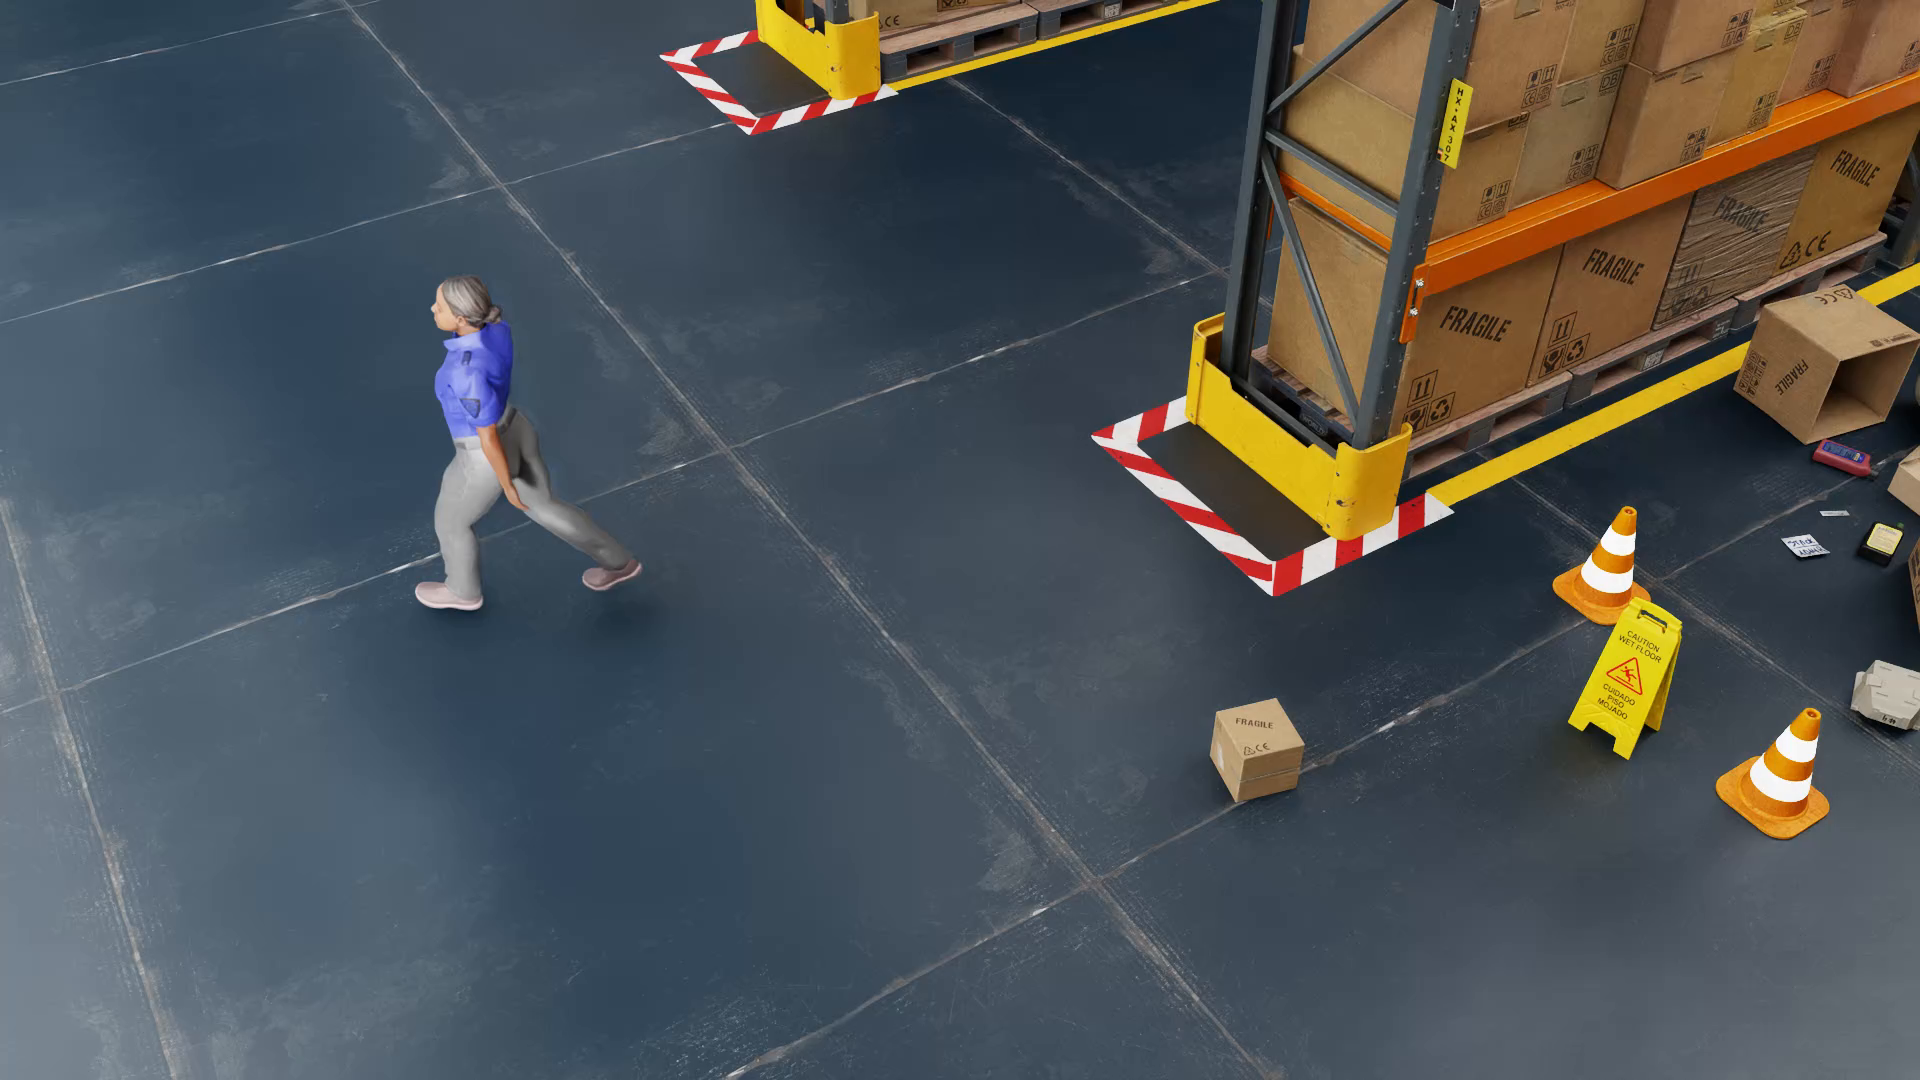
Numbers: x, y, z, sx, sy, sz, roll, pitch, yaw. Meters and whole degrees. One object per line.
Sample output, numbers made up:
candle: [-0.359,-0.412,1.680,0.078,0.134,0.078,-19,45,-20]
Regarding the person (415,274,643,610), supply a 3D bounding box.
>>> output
person: [-1.823,-0.361,6.567,0.968,1.603,0.441,7,42,8]
